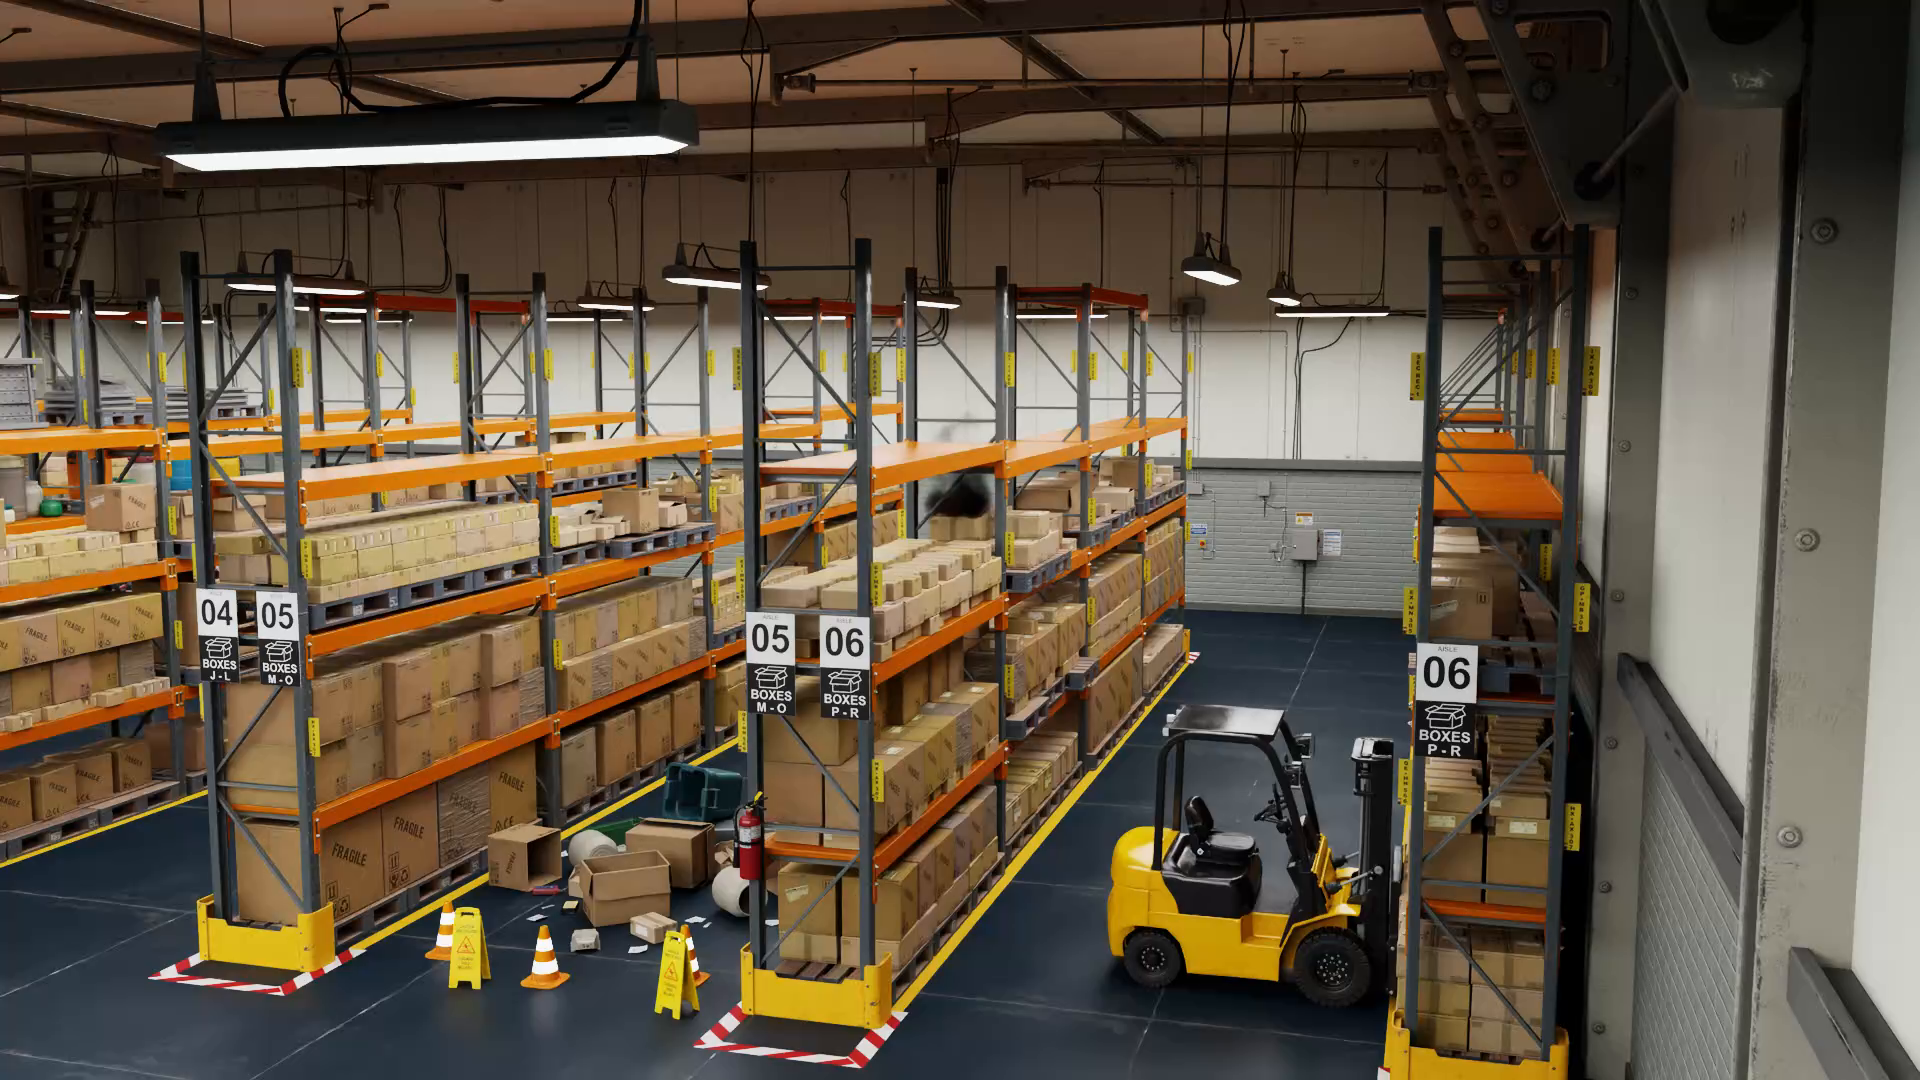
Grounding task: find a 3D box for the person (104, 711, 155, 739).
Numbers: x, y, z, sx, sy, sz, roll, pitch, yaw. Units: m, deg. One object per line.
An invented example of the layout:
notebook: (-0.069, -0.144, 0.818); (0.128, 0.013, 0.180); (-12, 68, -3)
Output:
person: (-11.007, 1.865, 21.847); (0.614, 1.674, 0.938); (1, 6, 10)
